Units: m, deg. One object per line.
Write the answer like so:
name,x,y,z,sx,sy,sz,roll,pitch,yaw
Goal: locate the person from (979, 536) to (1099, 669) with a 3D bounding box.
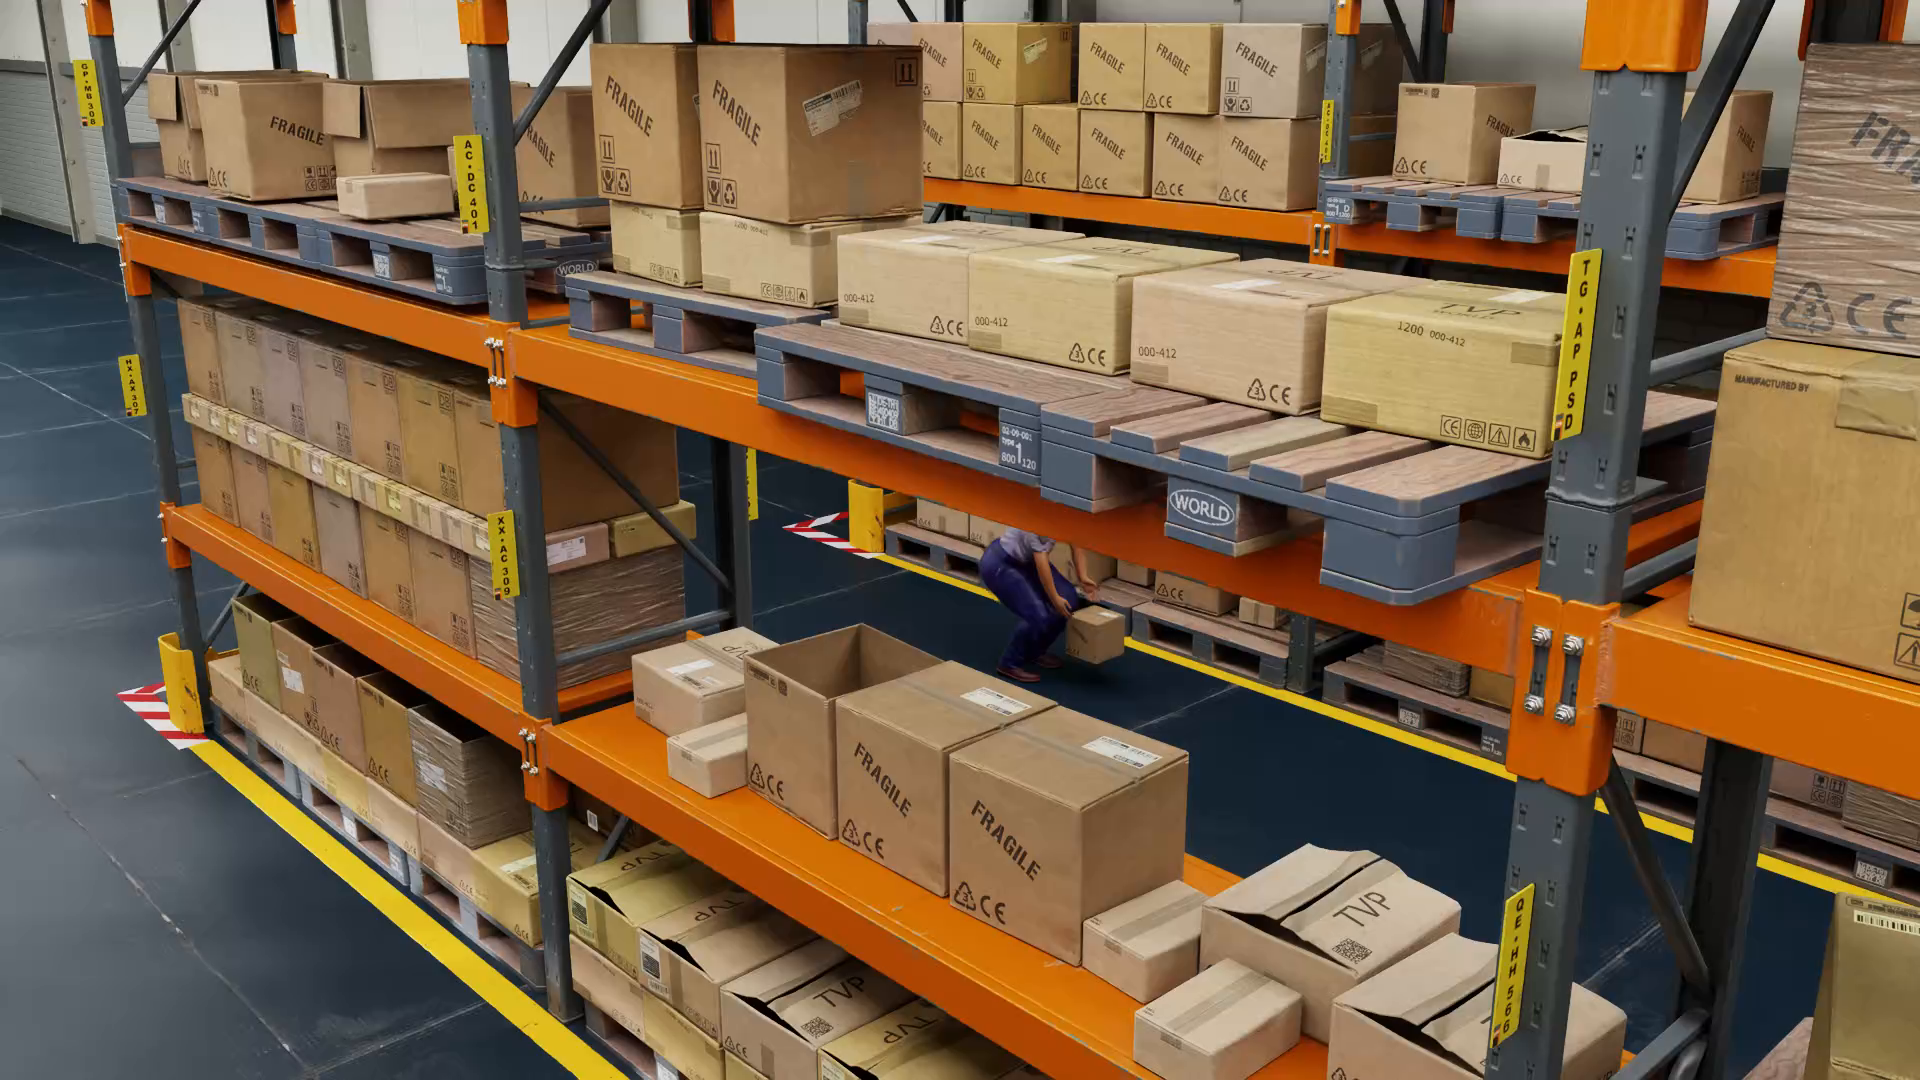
person,0.569,0.181,10.017,0.522,1.226,0.536,11,20,31
